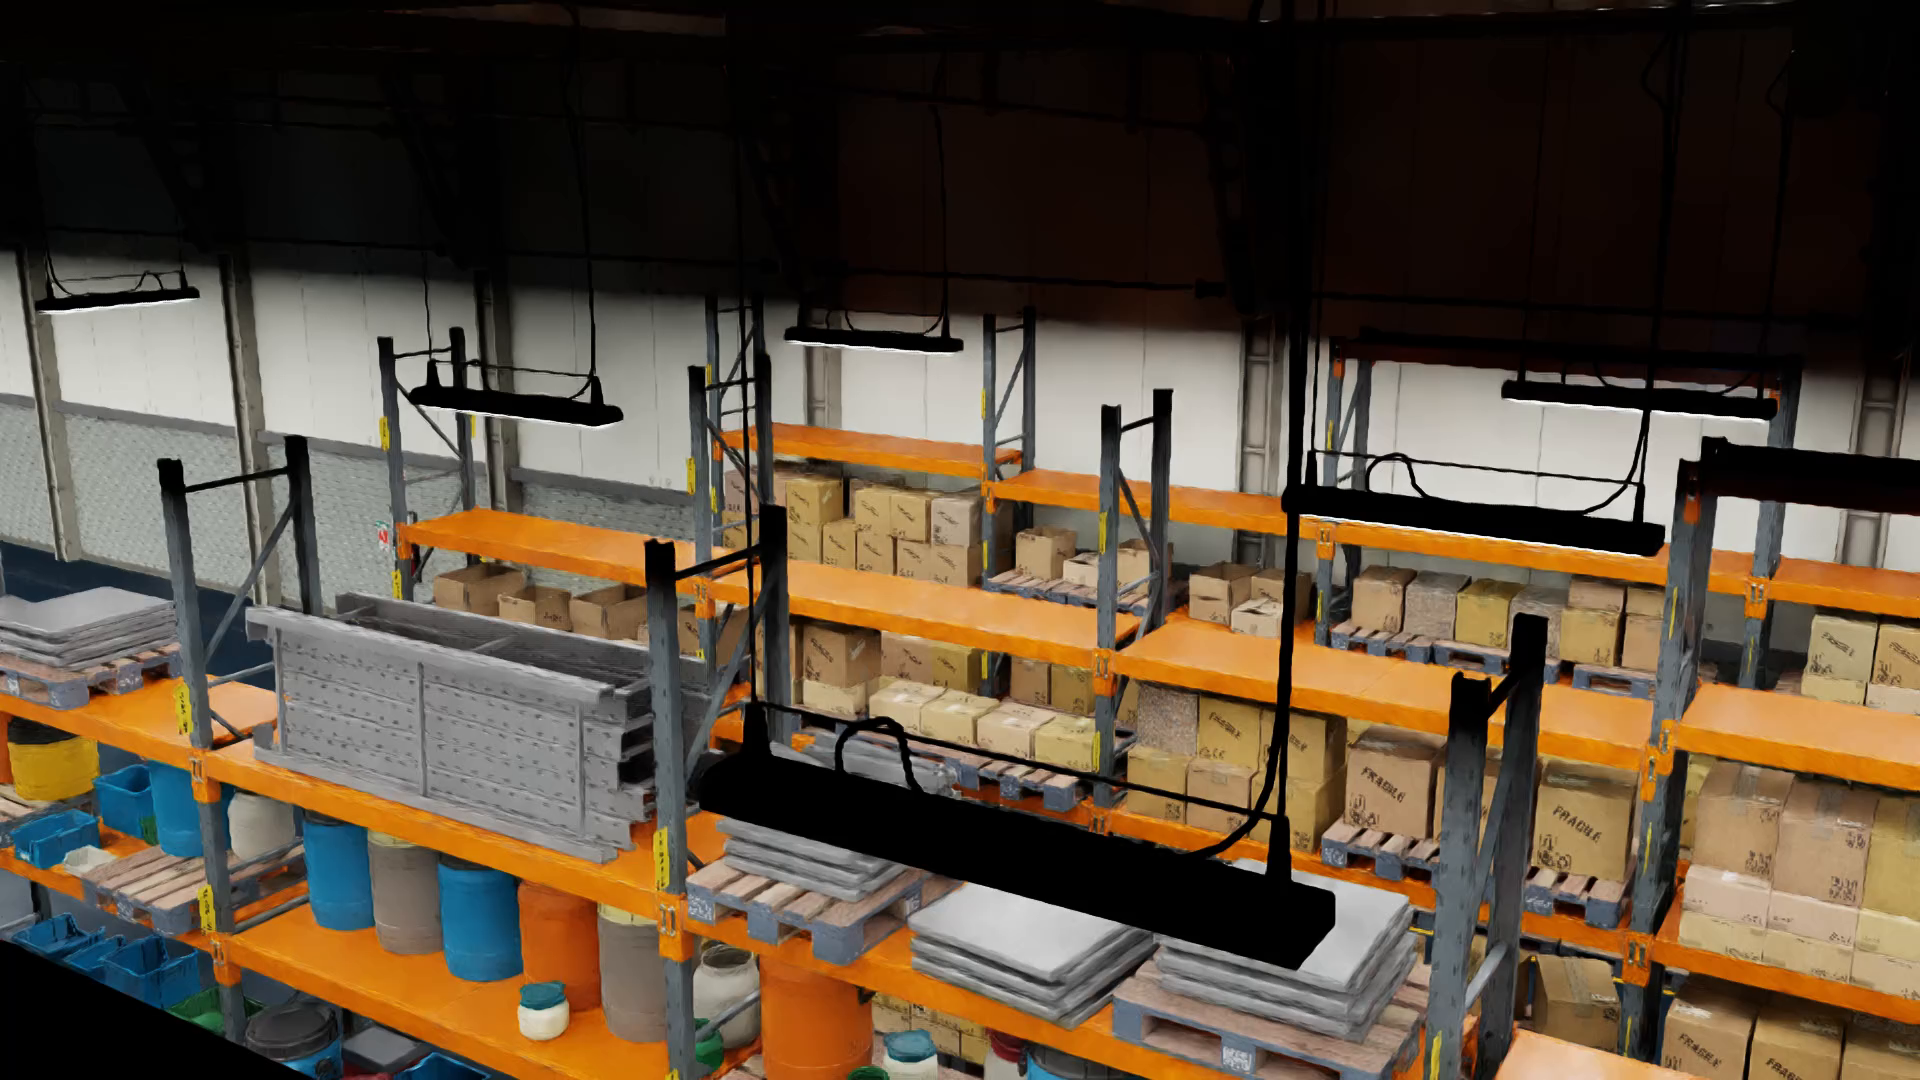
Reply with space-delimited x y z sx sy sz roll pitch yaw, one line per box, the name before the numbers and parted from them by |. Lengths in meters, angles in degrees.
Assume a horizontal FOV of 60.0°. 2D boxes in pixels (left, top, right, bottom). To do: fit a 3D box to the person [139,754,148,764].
person | -8.577 2.943 17.973 0.817 1.601 0.609 4 14 14
